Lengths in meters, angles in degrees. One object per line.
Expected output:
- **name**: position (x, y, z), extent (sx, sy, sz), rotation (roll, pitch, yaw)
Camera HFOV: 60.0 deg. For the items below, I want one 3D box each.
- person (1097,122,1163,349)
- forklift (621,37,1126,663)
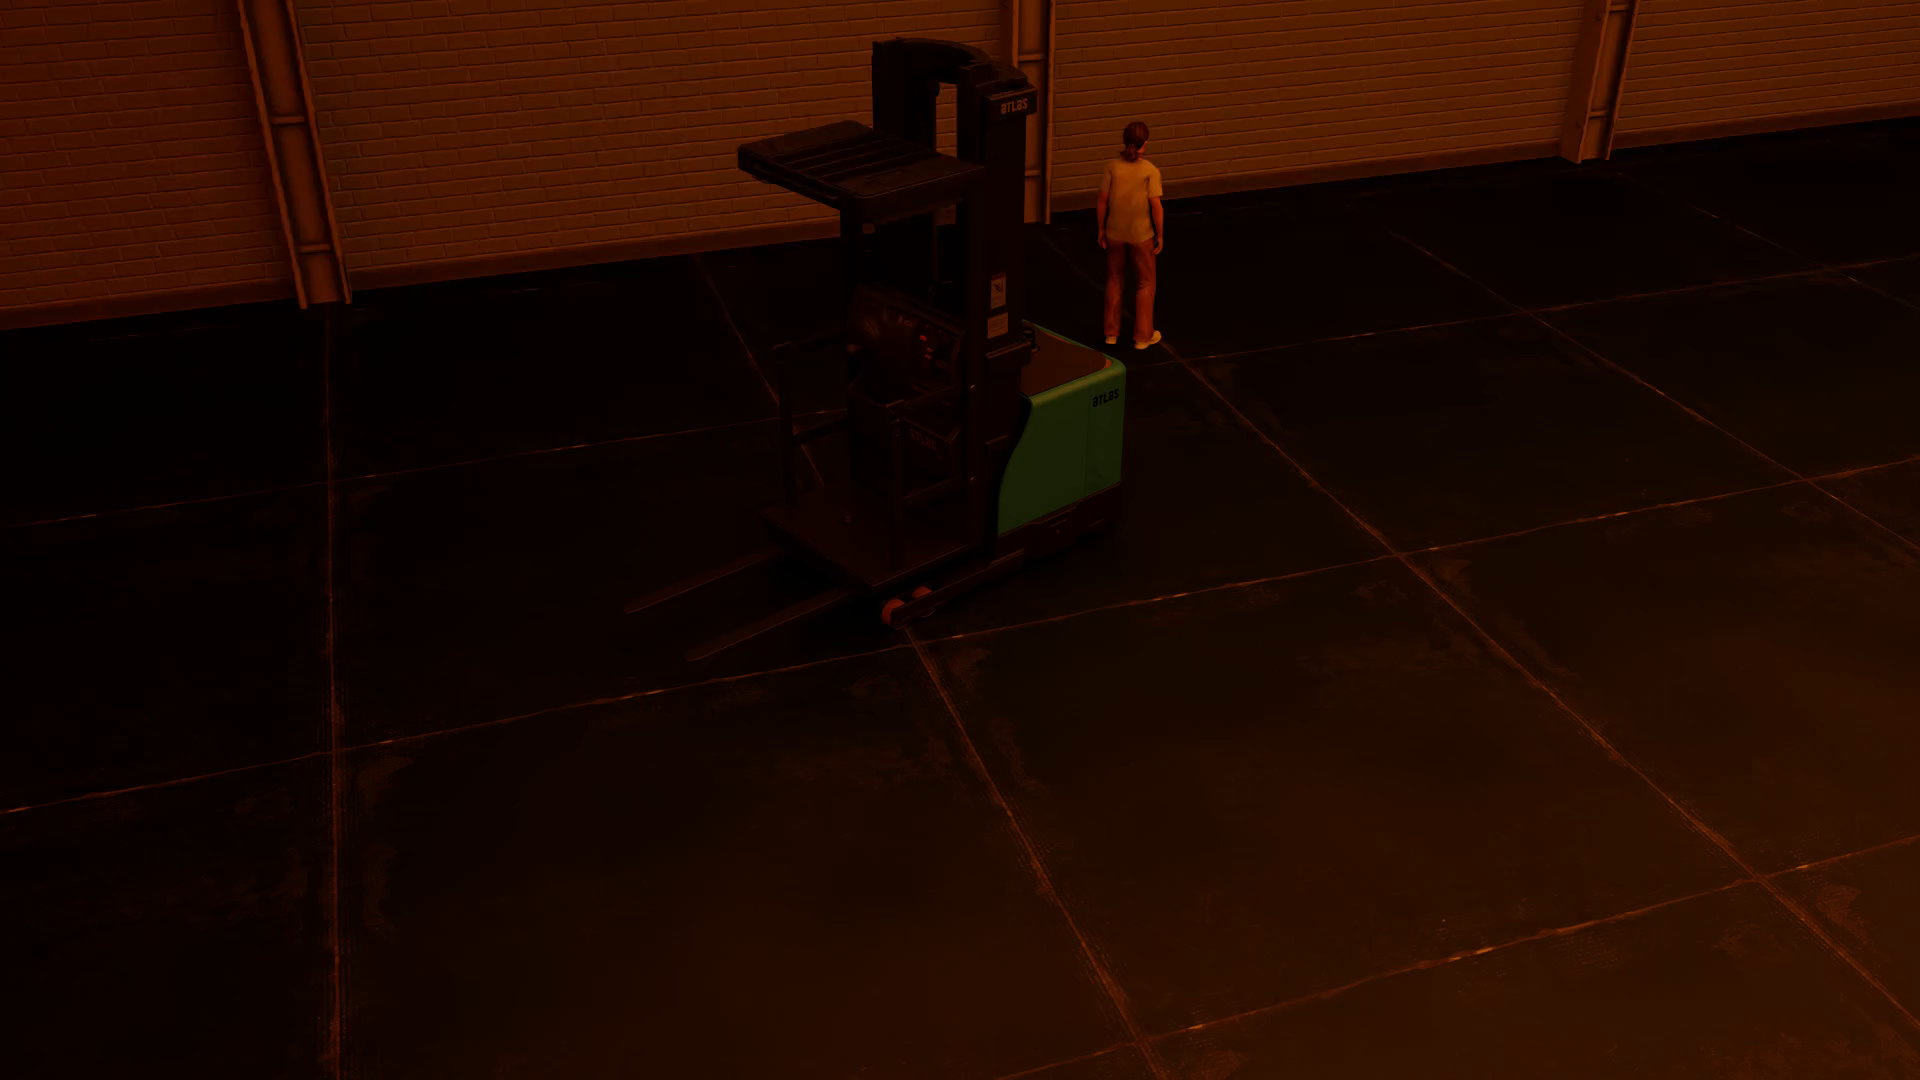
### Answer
- **person**: position (1.257, -2.235, 12.236), extent (0.499, 1.672, 0.363), rotation (12, 32, 19)
- **forklift**: position (-0.461, -1.072, 8.951), extent (3.031, 2.935, 1.130), rotation (-23, 37, -34)
